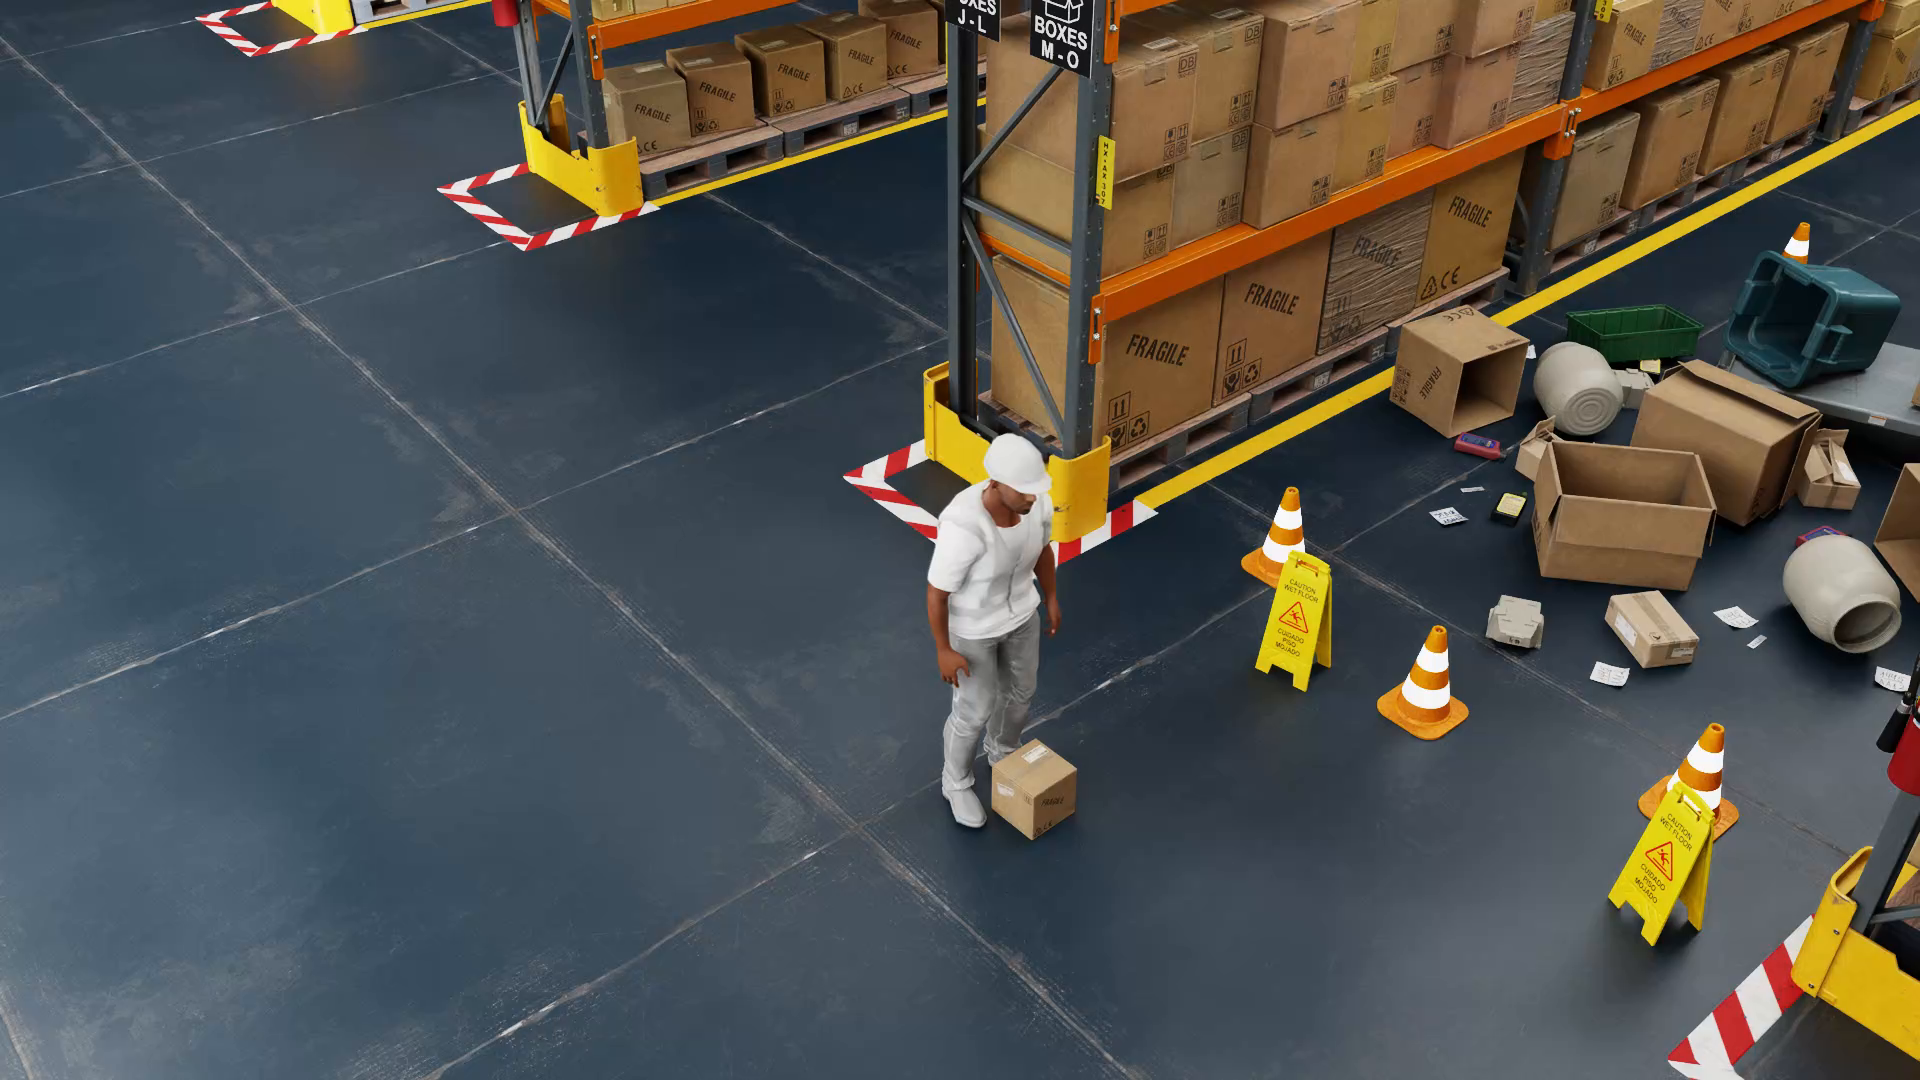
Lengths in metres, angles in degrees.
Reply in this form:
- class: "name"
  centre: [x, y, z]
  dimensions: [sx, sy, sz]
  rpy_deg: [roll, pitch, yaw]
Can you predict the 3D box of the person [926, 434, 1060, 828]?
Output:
- class: "person"
  centre: [0.146, 0.327, 6.607]
  dimensions: [0.628, 1.761, 0.455]
  rpy_deg: [-26, 43, -31]
